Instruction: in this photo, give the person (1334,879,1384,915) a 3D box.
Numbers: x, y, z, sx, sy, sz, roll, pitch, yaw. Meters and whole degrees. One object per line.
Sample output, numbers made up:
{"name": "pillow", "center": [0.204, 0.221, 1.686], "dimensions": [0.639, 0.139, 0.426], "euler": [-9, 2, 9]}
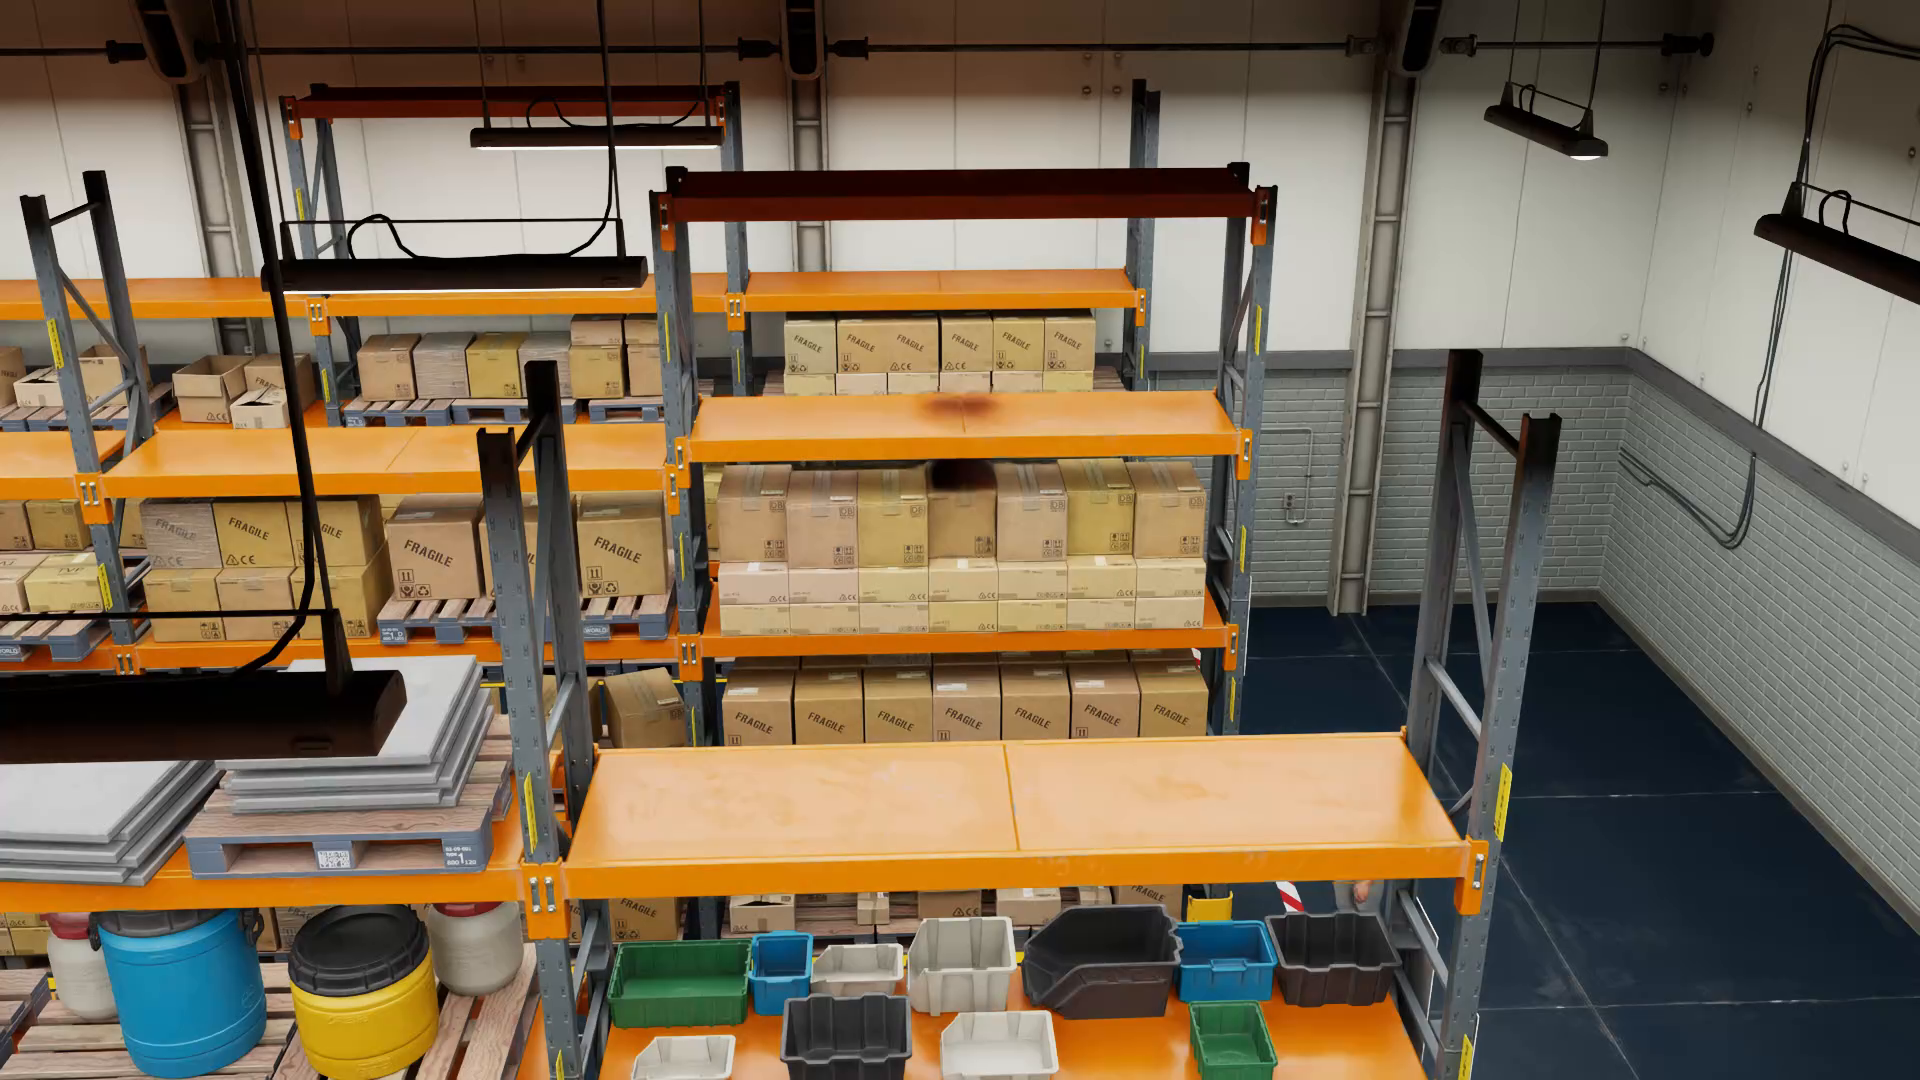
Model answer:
{"name": "person", "center": [3.067, 2.483, 12.742], "dimensions": [0.478, 1.794, 0.625], "euler": [-13, 25, -29]}
